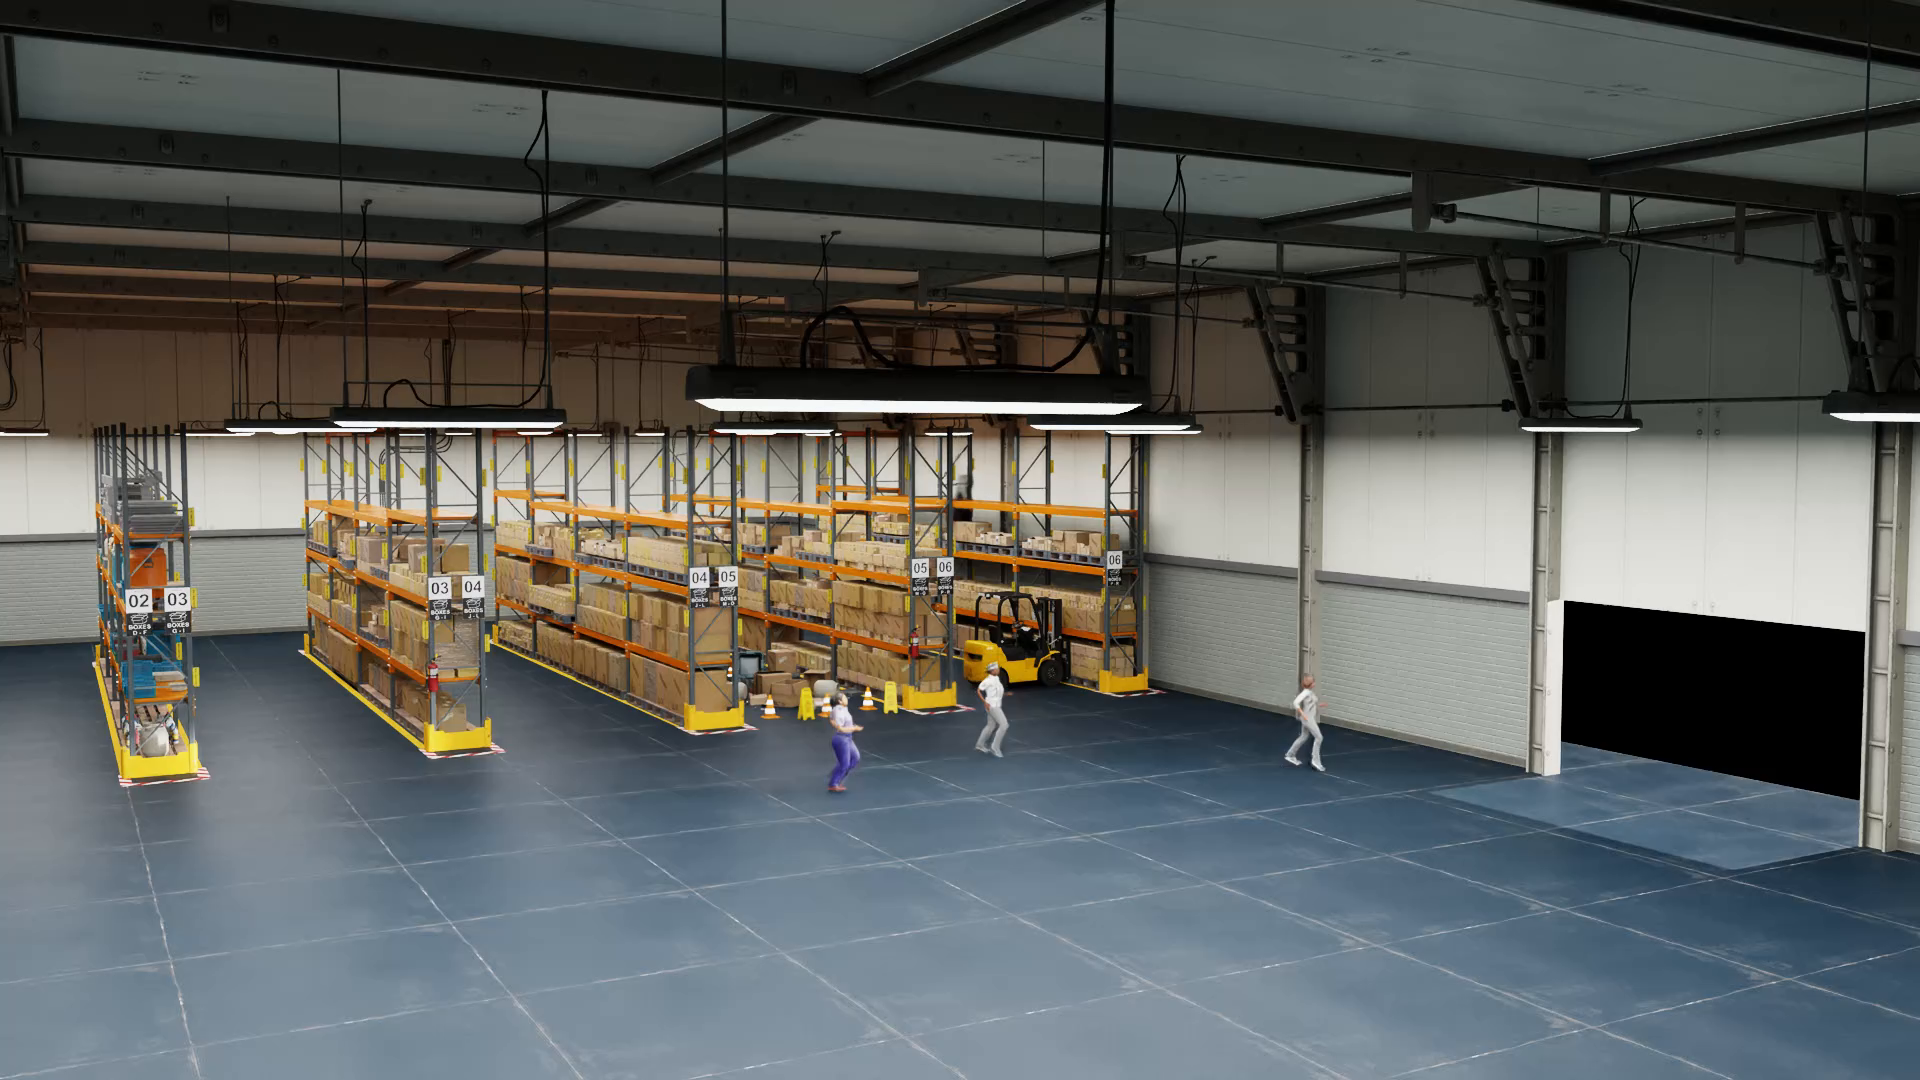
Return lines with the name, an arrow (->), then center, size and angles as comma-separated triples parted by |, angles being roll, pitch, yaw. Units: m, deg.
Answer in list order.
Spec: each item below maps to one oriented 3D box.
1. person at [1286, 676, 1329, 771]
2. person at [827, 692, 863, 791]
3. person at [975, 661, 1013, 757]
person -> 6.027, 3.171, 28.833 | 0.728, 1.646, 0.507 | 1, 4, 13
person -> -1.860, 3.276, 27.009 | 0.590, 1.627, 0.589 | 0, 3, -1
person -> 0.614, 3.060, 30.100 | 0.727, 1.739, 0.544 | 1, 4, 12
